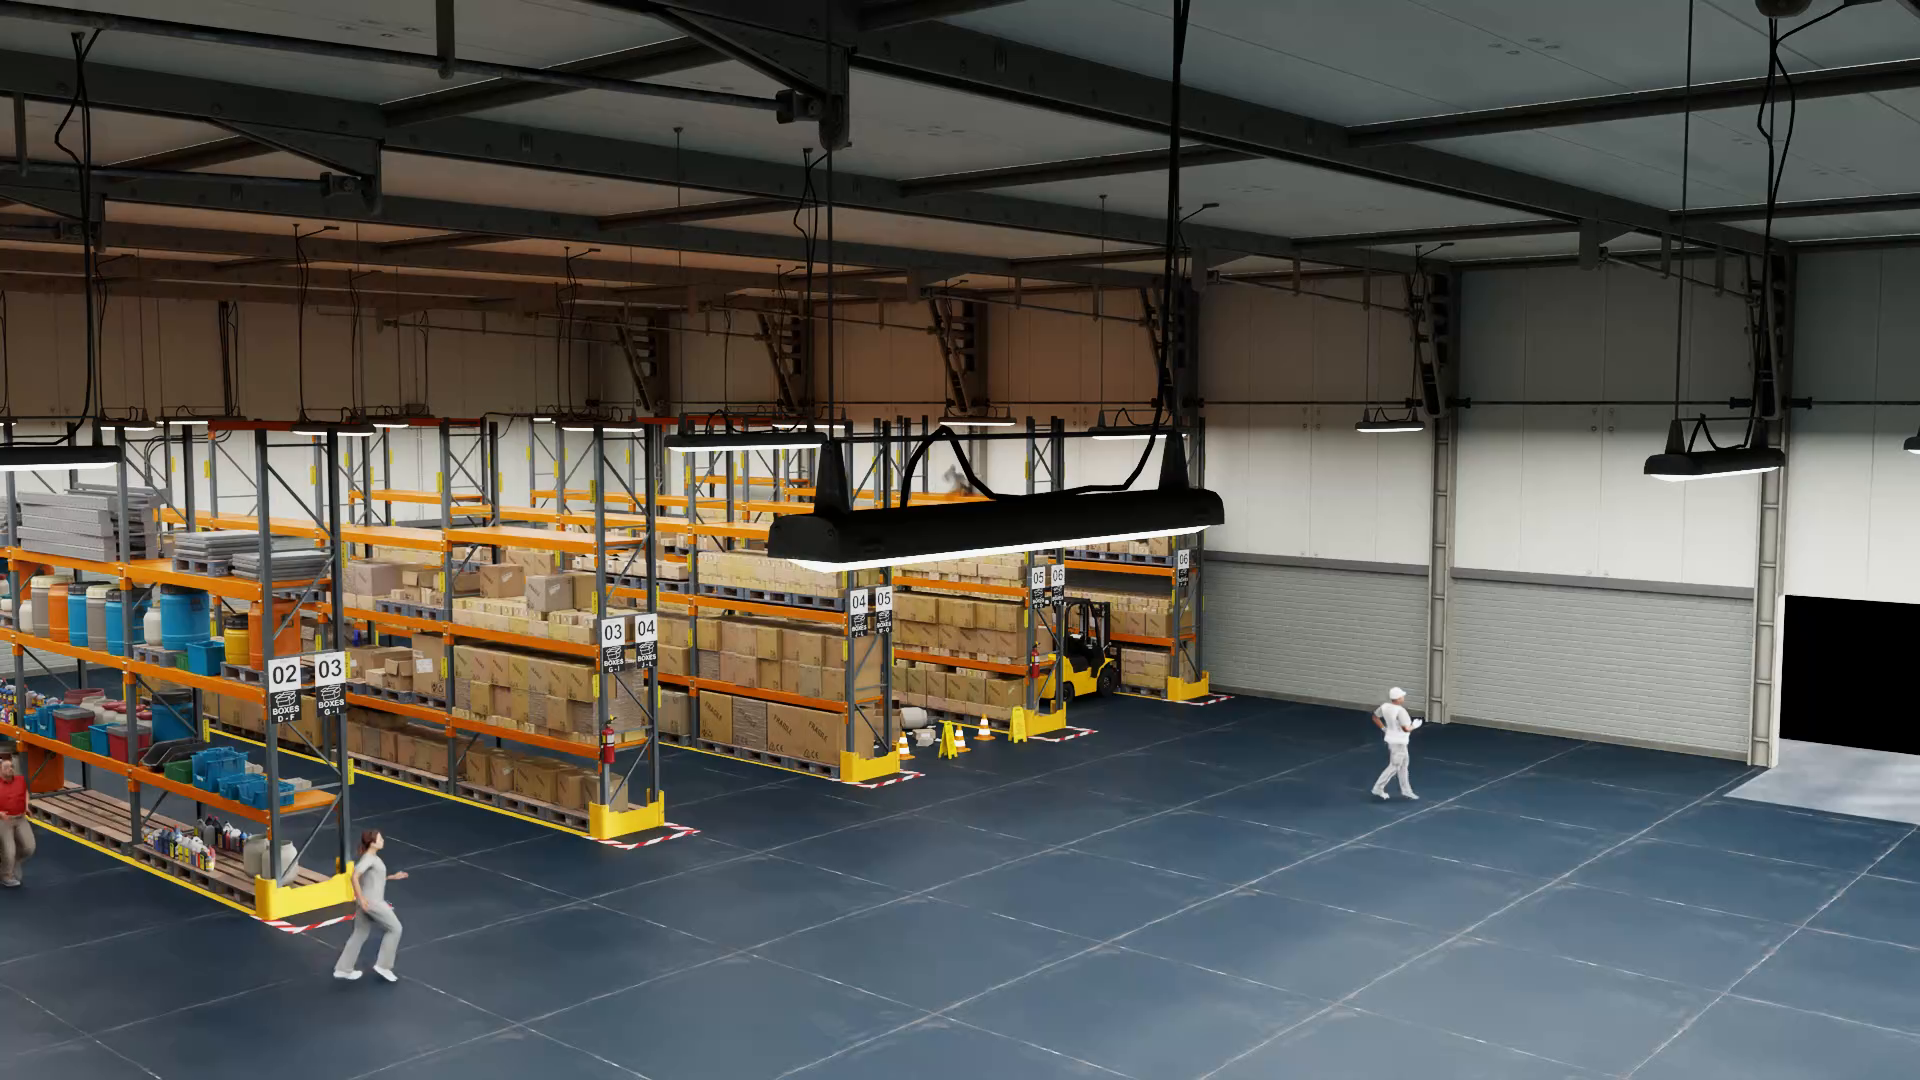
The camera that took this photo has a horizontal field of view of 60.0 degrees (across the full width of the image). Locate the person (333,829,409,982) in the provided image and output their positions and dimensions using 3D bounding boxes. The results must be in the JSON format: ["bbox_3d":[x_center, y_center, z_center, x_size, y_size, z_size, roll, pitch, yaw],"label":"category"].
[{"bbox_3d":[-6.413,3.995,18.100,0.817,1.710,0.527,-3,5,-30],"label":"person"}]

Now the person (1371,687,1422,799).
[{"bbox_3d":[6.905,3.236,26.286,0.840,1.823,0.662,-1,5,-7],"label":"person"}]

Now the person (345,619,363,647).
[{"bbox_3d":[-13.118,2.547,35.799,0.586,1.692,0.892,-4,6,-37],"label":"person"}]

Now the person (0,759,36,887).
[{"bbox_3d":[-12.345,3.683,21.653,0.586,1.681,0.638,3,6,34],"label":"person"}]
